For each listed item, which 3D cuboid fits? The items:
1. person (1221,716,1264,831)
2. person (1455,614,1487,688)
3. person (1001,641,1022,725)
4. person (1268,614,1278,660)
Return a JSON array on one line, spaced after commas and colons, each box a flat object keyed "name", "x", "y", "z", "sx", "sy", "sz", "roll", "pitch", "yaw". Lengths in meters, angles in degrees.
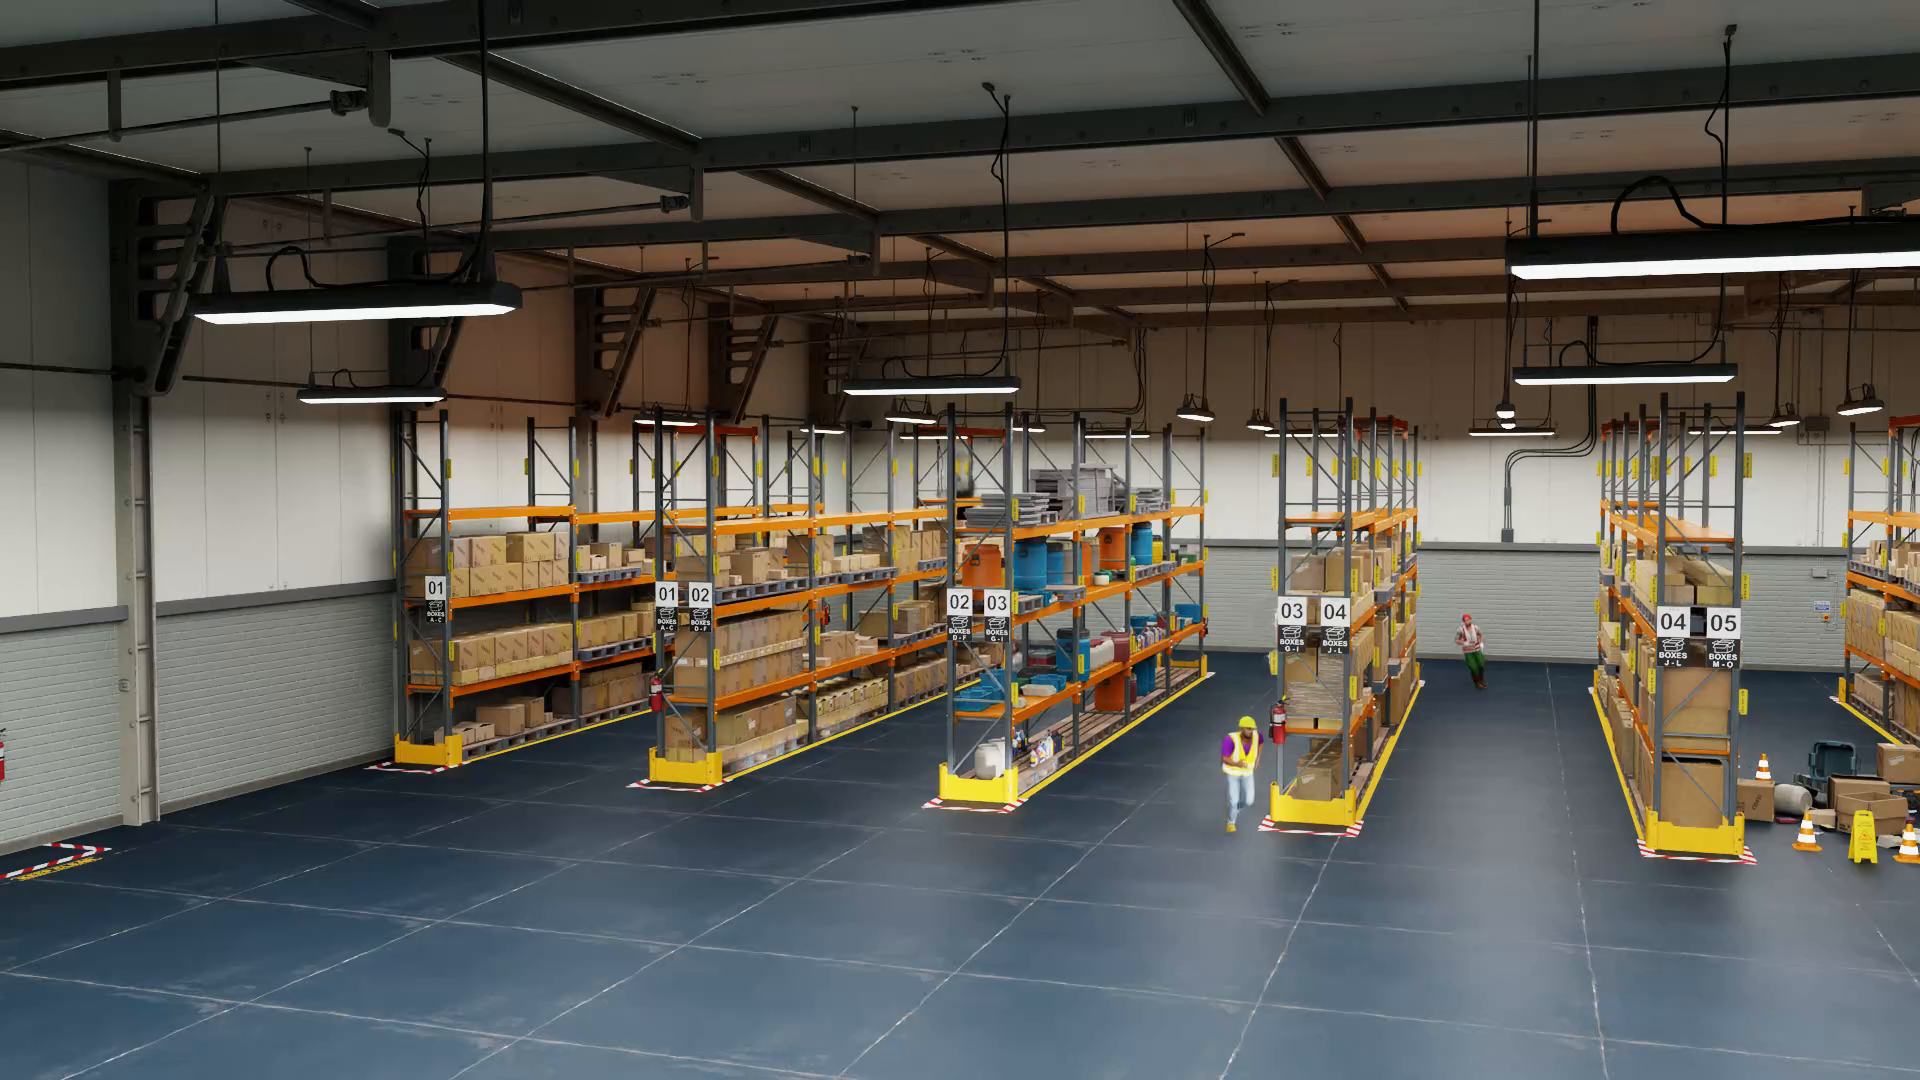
[{"name": "person", "x": 3.865, "y": 3.173, "z": 22.660, "sx": 0.680, "sy": 1.588, "sz": 0.795, "roll": -1, "pitch": 3, "yaw": -14}, {"name": "person", "x": 11.619, "y": 2.530, "z": 37.743, "sx": 0.739, "sy": 1.694, "sz": 0.566, "roll": 0, "pitch": 2, "yaw": 5}, {"name": "person", "x": 1.079, "y": 2.806, "z": 32.680, "sx": 0.526, "sy": 1.647, "sz": 0.684, "roll": 1, "pitch": 3, "yaw": 24}, {"name": "person", "x": 8.003, "y": 2.376, "z": 40.968, "sx": 0.858, "sy": 1.775, "sz": 0.704, "roll": 1, "pitch": 3, "yaw": 31}]
